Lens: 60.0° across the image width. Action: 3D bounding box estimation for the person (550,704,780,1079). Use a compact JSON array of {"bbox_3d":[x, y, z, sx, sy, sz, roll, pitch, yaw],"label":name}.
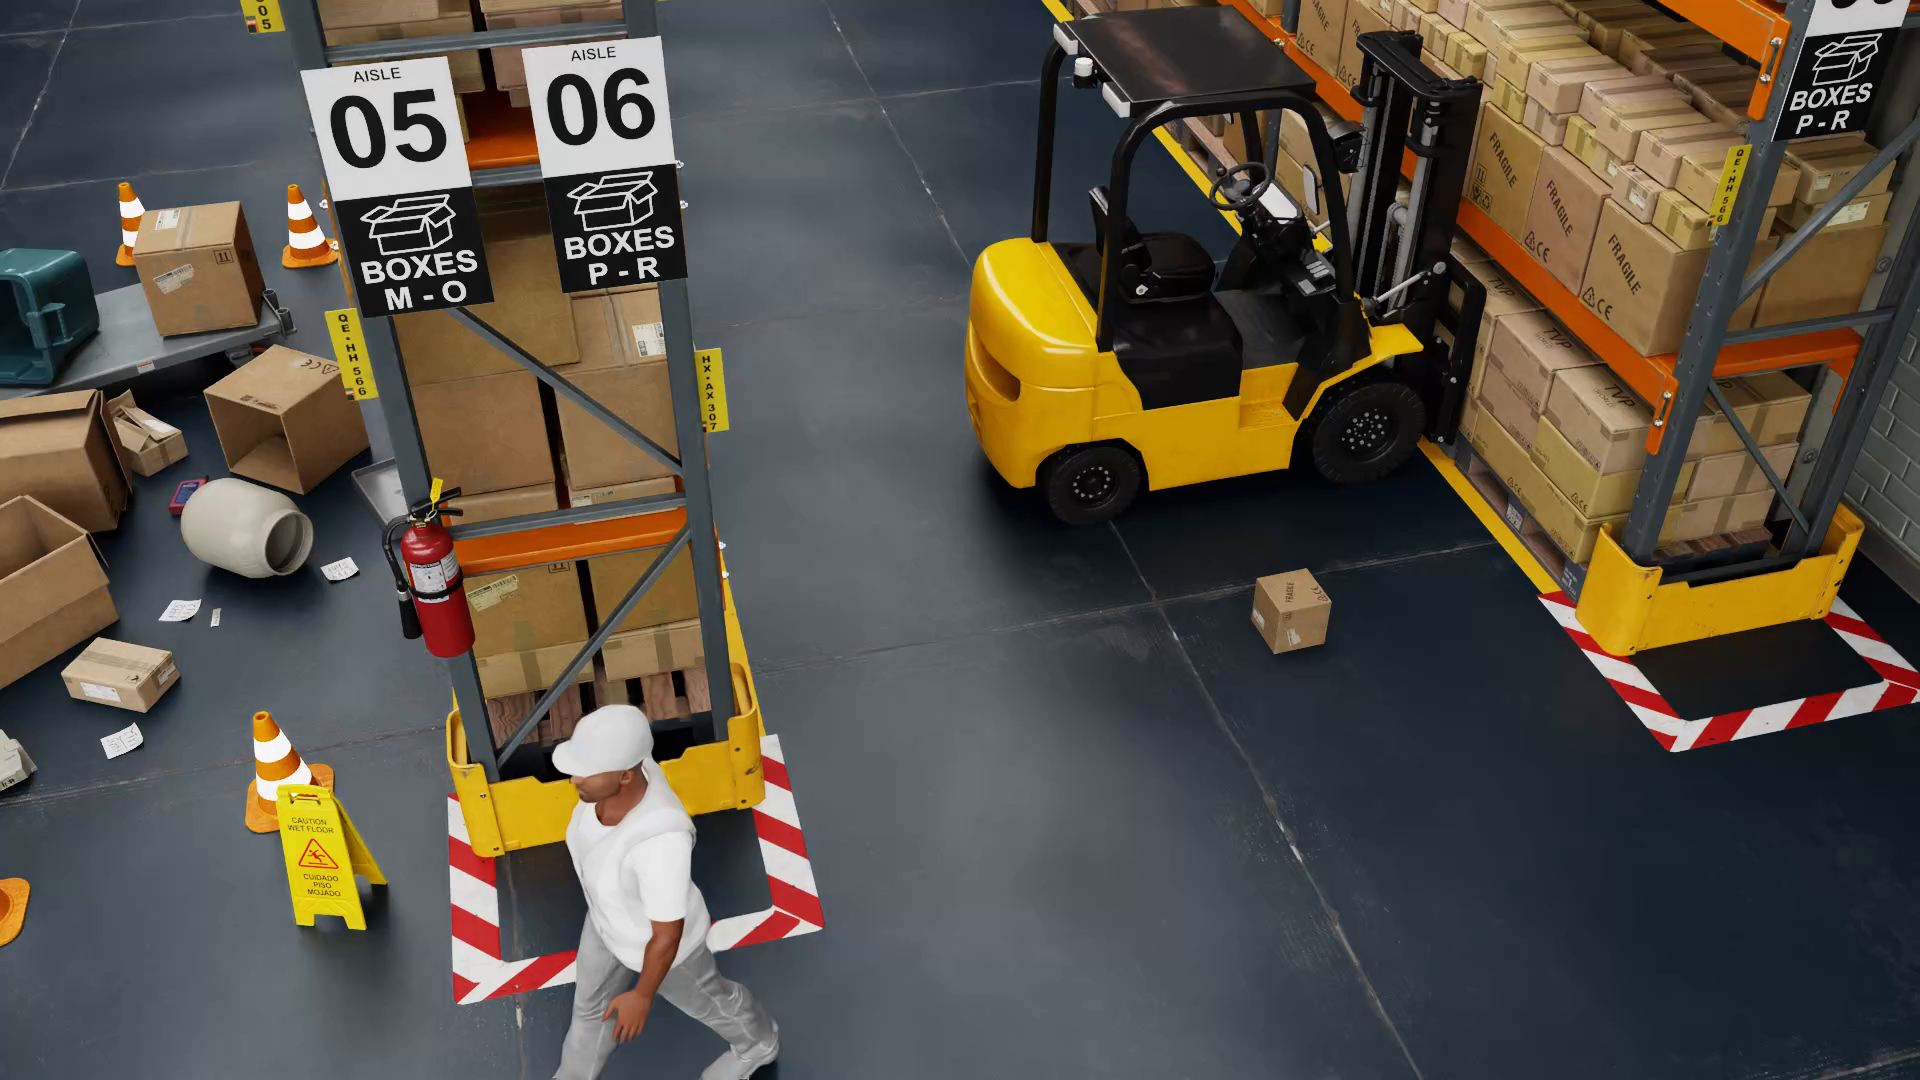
[{"bbox_3d":[-1.053,1.216,5.107,0.953,1.719,0.595,-25,44,-28],"label":"person"}]
